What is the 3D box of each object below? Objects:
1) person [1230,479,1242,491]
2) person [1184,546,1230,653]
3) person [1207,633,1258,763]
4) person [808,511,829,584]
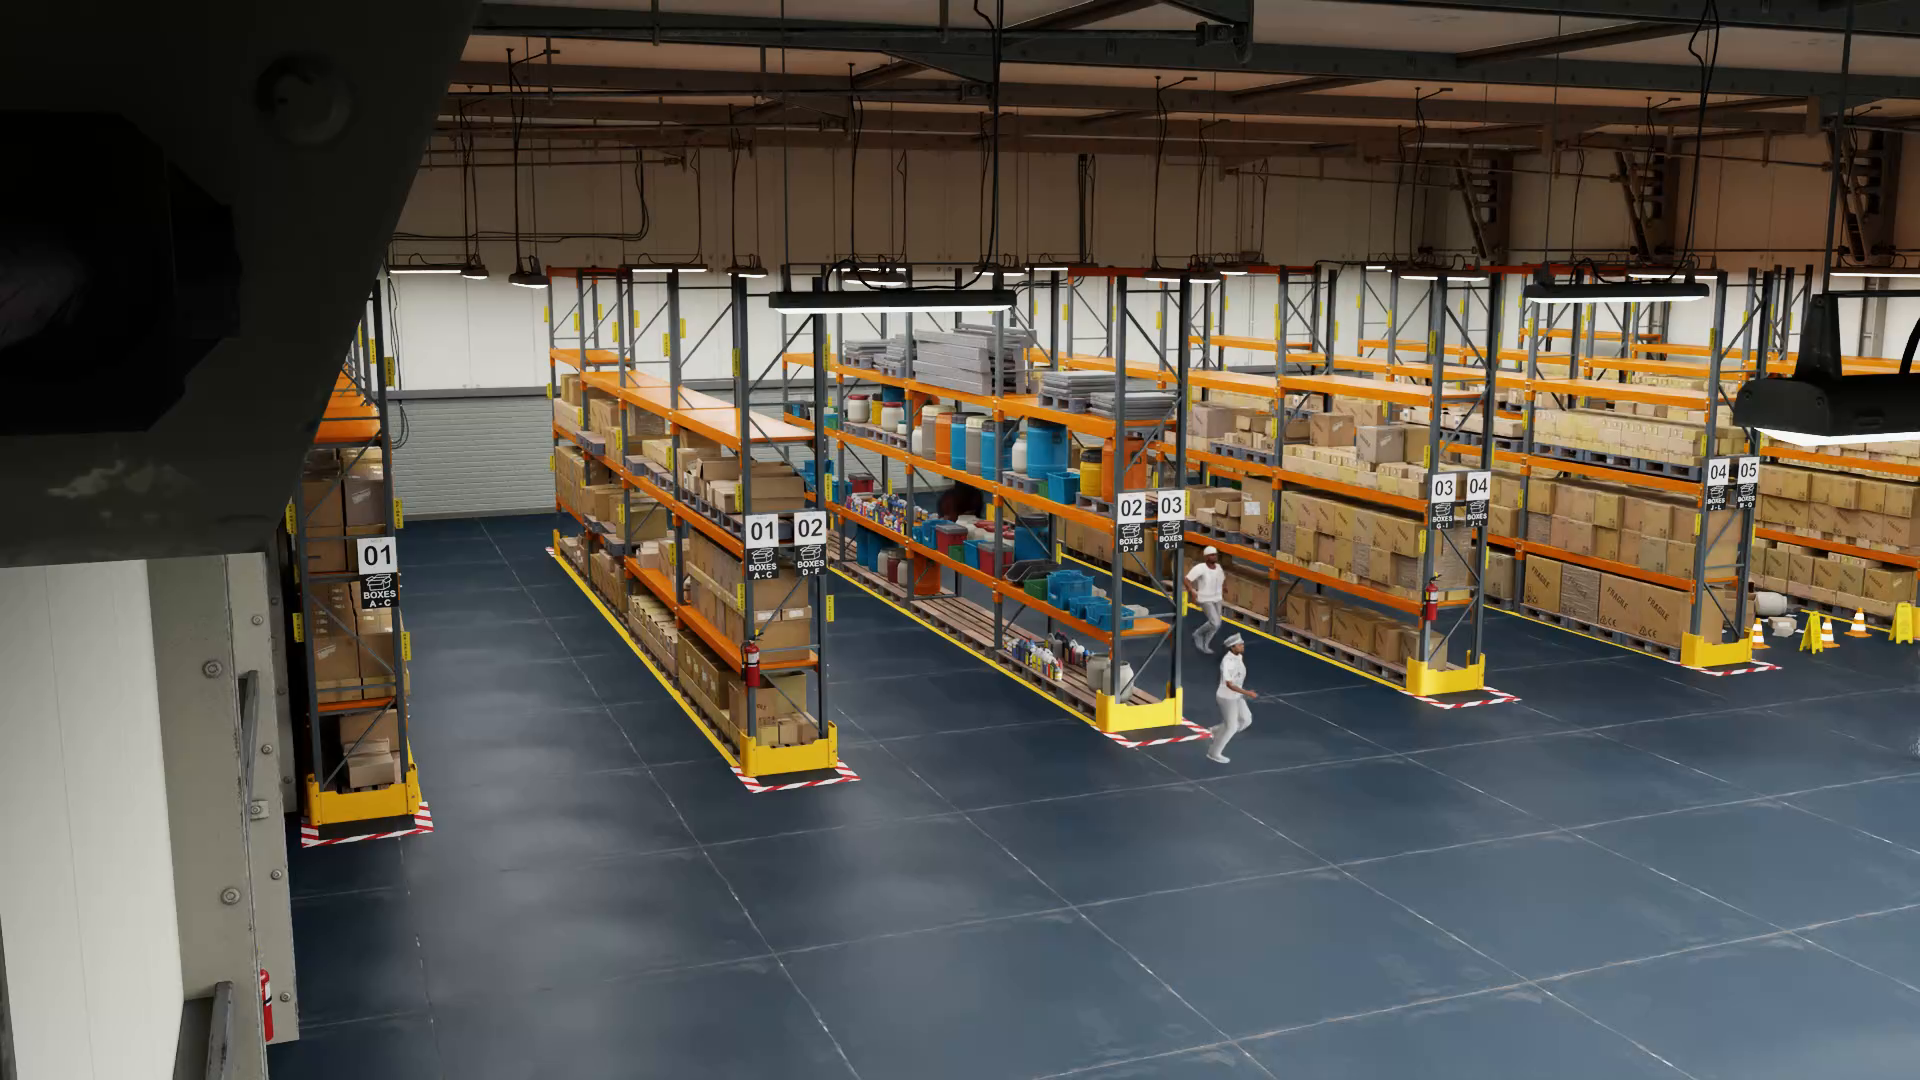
[{"bbox_3d":[6.900,-1.667,41.156,0.719,1.821,0.649,7,12,33],"label":"person"},{"bbox_3d":[3.954,0.954,26.156,0.690,1.721,0.598,-7,12,-34],"label":"person"},{"bbox_3d":[3.421,1.956,20.741,0.619,1.660,0.604,4,11,20],"label":"person"},{"bbox_3d":[-2.674,0.152,30.739,0.621,1.478,0.783,-4,11,-22],"label":"person"}]
